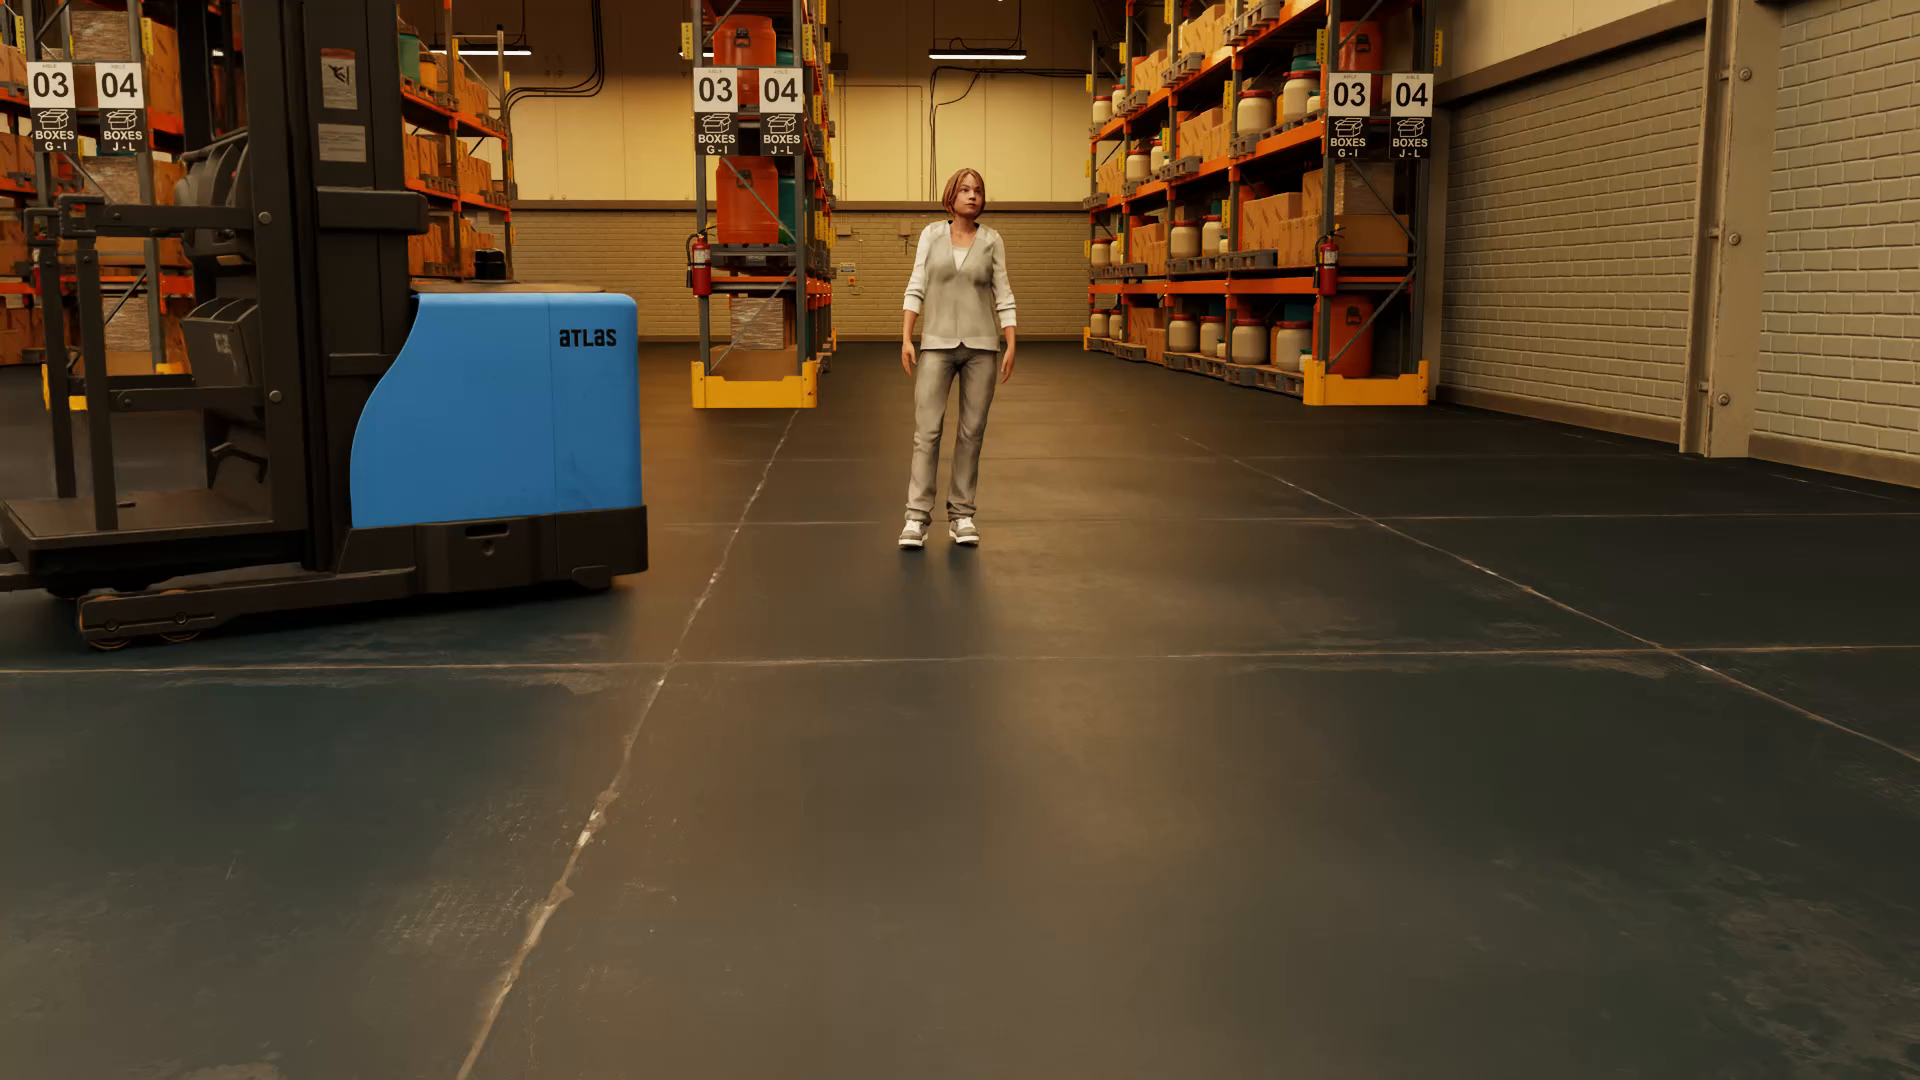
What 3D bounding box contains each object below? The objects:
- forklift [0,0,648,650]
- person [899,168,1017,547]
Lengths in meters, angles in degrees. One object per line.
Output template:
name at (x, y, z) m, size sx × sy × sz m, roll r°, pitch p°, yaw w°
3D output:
forklift at (-2.648, -1.204, 5.437) m, size 3.031 × 2.935 × 1.130 m, roll -6°, pitch 10°, yaw -34°
person at (-0.009, -0.786, 7.117) m, size 0.521 × 1.599 × 0.473 m, roll -1°, pitch 8°, yaw -4°
